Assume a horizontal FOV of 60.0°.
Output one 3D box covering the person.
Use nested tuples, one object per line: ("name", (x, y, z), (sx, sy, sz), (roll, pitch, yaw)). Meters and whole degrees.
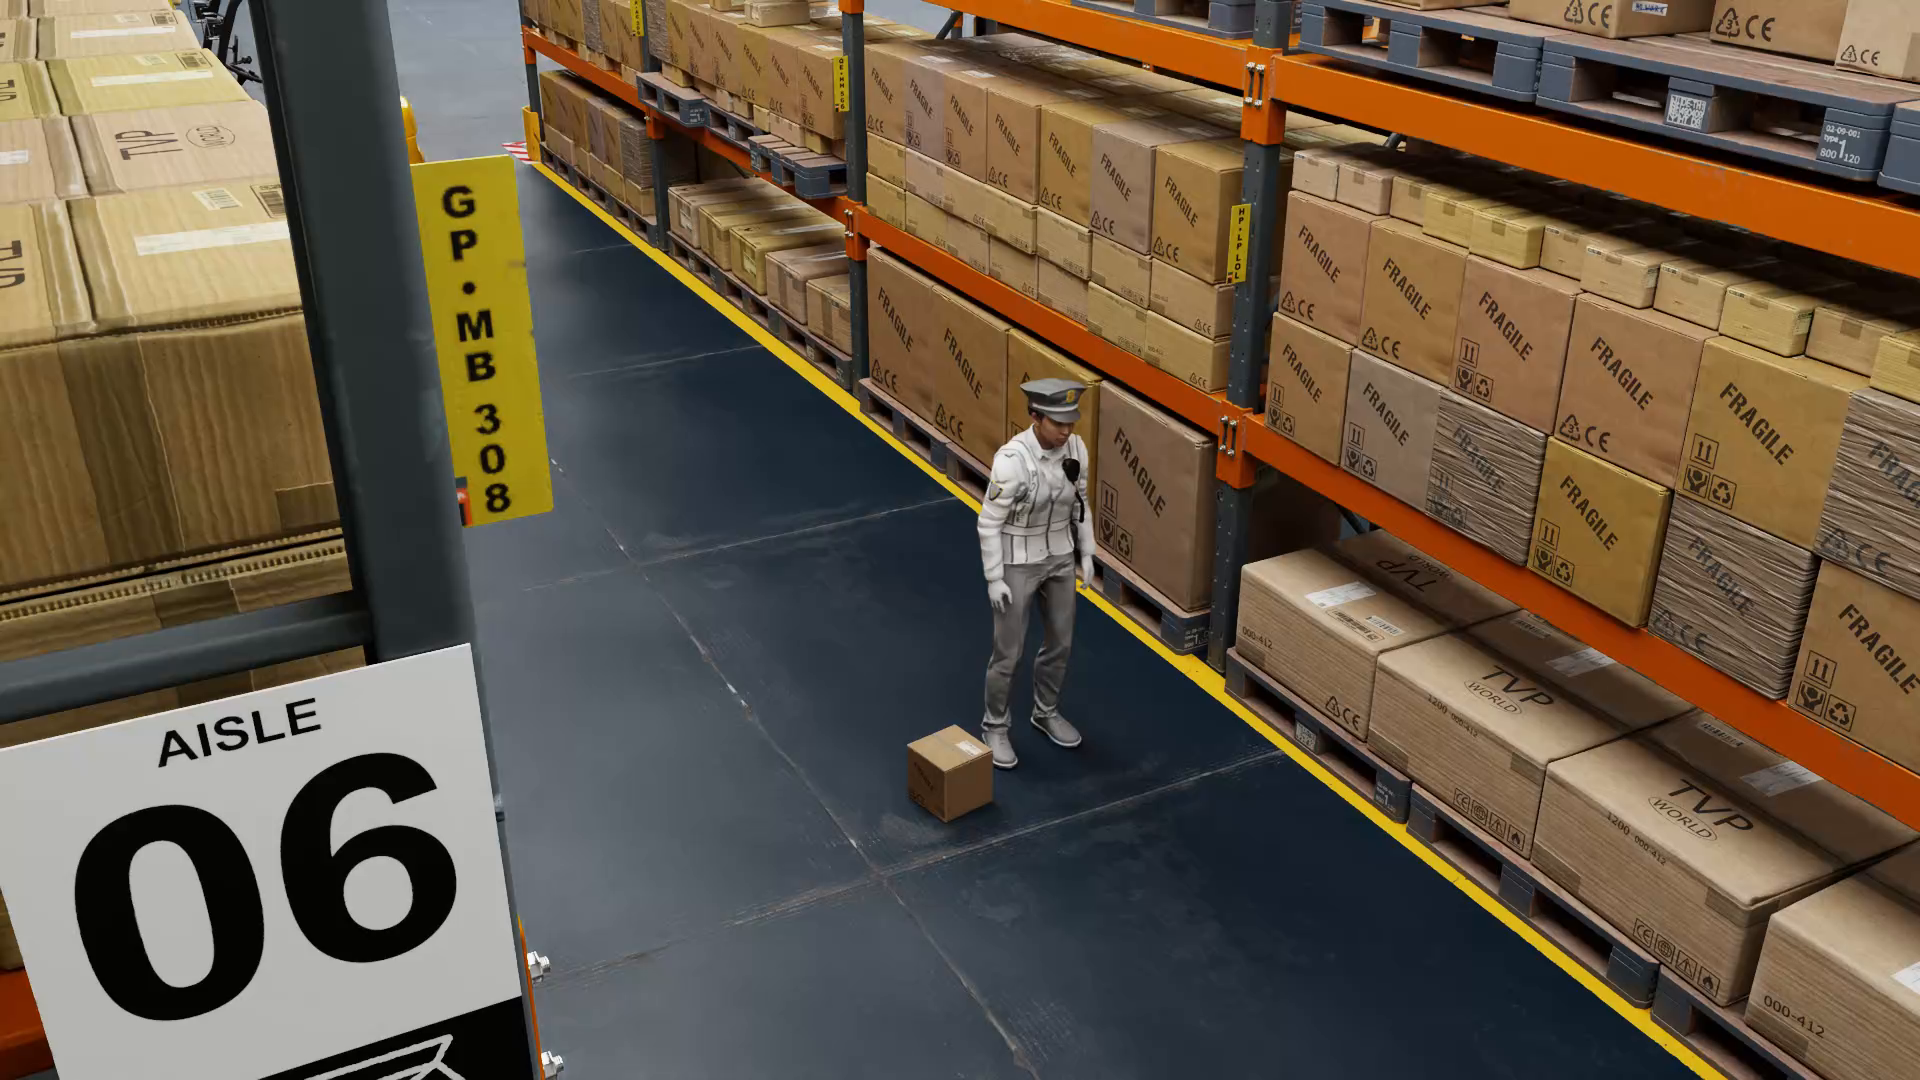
("person", (0.329, 0.116, 6.861), (0.546, 1.666, 0.341), (-14, 29, -27))
